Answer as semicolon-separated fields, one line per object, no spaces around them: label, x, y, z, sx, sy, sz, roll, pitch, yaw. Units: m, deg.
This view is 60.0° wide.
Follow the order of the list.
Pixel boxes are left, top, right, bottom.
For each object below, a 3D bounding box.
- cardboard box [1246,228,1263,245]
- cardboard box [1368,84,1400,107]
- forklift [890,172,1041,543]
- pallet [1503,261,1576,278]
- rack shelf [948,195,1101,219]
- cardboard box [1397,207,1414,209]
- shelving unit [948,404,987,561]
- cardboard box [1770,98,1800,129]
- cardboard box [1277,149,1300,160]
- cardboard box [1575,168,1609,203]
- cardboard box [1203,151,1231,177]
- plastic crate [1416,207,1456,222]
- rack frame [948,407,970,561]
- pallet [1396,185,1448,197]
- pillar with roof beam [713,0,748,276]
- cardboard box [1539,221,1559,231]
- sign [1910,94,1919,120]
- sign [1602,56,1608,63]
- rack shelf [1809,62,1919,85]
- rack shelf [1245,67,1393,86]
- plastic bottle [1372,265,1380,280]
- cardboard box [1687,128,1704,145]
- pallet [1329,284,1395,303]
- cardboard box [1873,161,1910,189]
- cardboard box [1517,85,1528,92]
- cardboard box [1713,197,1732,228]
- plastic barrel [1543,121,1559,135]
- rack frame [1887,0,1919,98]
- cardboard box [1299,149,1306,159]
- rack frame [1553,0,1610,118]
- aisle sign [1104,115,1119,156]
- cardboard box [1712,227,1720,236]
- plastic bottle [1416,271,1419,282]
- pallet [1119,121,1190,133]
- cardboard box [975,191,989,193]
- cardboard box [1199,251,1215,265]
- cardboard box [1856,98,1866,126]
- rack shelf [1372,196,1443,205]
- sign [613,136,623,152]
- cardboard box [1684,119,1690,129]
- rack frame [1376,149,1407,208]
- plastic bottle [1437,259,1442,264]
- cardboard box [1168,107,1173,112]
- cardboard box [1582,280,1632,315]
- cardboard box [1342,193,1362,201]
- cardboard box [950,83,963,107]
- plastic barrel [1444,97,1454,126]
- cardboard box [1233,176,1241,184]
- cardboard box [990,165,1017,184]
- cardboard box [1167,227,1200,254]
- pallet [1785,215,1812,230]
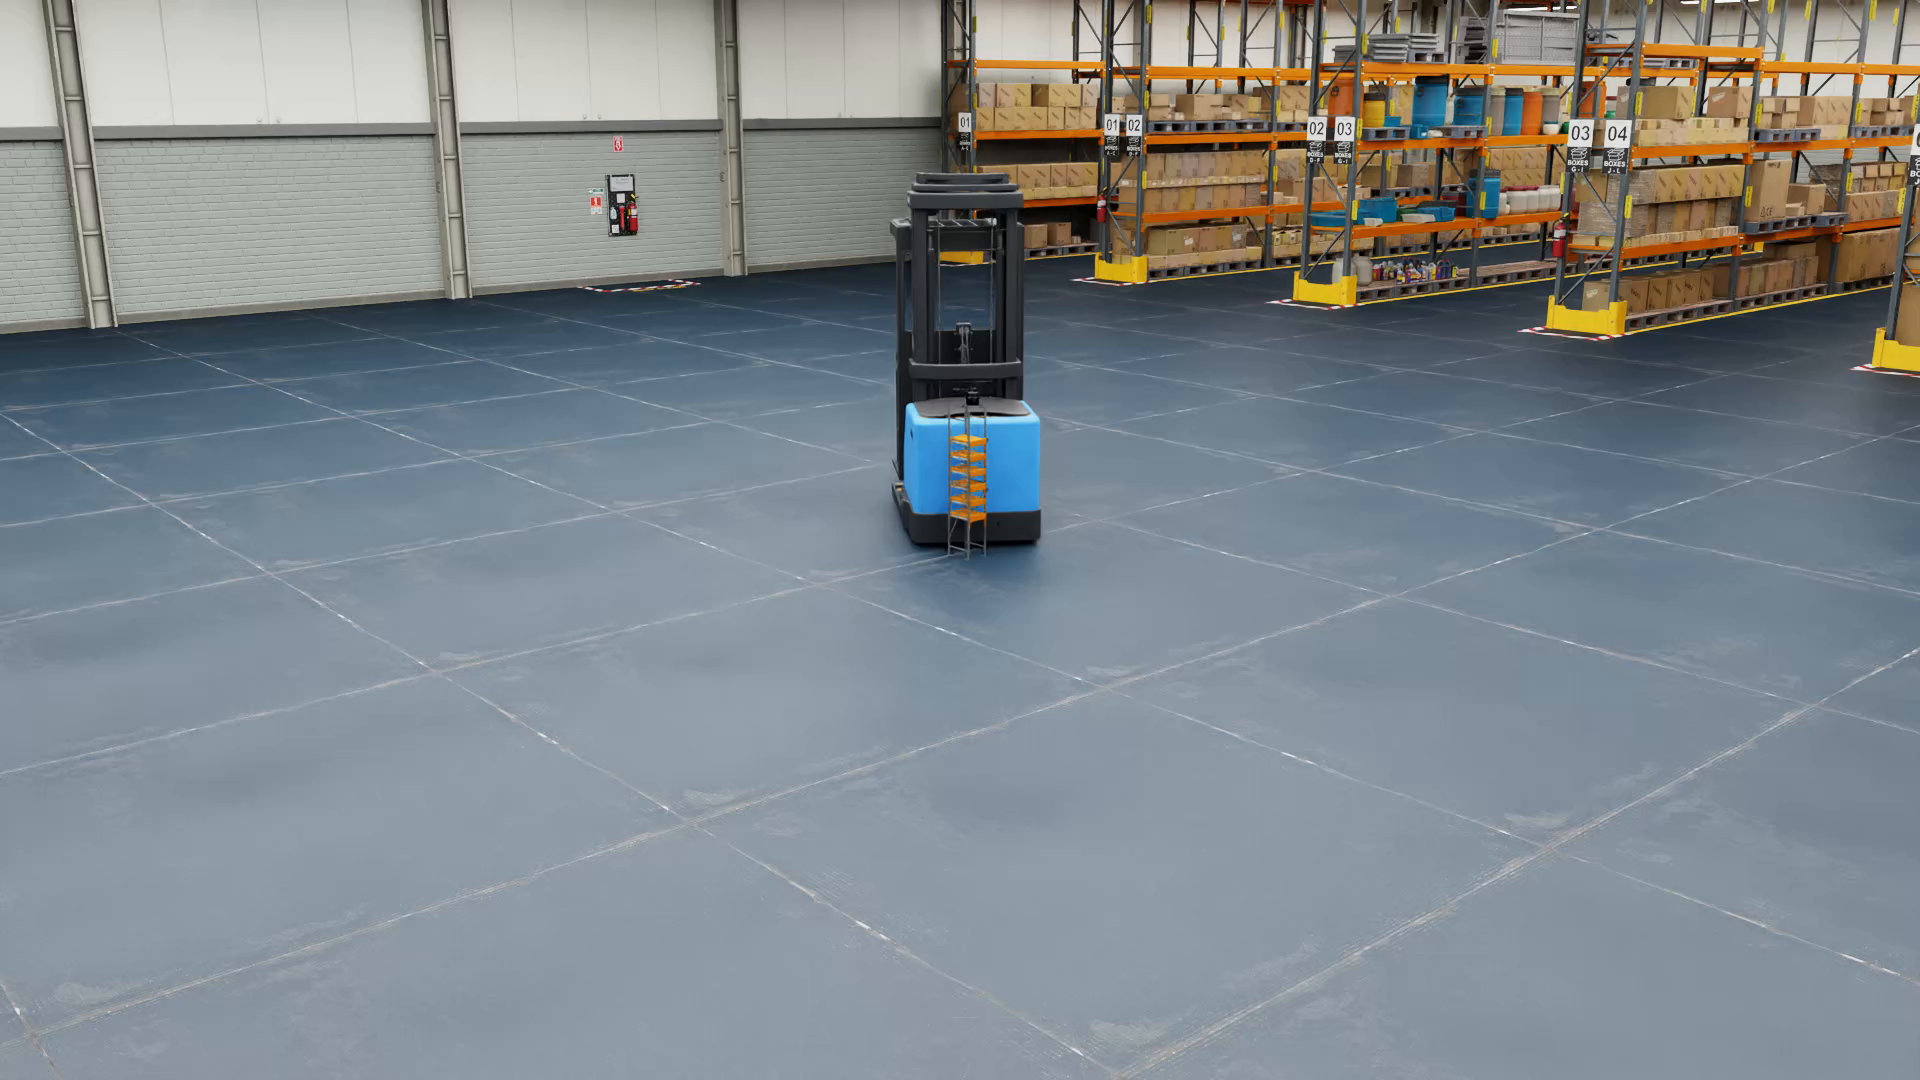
cardboard box;6.354;-6.592;36.044;0.500;0.311;0.500;-13;19;-39
cardboard box;9.587;-10.053;37.630;0.500;0.500;0.500;-13;19;-39
forklift;-0.026;-1.721;14.515;1.130;2.935;3.031;-2;15;-6
pallet;11.893;-5.564;34.171;1.213;0.211;1.003;-13;19;-39
rack shelf;1.473;-7.600;37.782;4.000;0.370;1.077;-13;19;-39
cardboard box;10.614;-7.756;39.511;0.500;0.250;0.500;-13;20;-40
shelving unit;0.056;-0.449;13.107;0.189;1.200;0.258;-14;20;-42
cardboard box;13.866;-7.315;28.497;0.637;0.503;0.797;-12;19;-37
cardboard box;8.441;-9.991;43.081;0.500;0.250;0.500;-12;19;-38
cardboard box;9.972;-5.532;25.939;0.500;0.500;0.500;-13;19;-39
cardboard box;5.147;-7.750;34.245;0.500;0.500;0.700;-13;20;-39
plastic crate;8.829;-6.045;30.857;0.616;0.251;0.499;-13;19;-39
rack frame;-0.010;-0.433;13.045;0.006;1.200;0.240;-14;20;-42
pallet;10.718;-8.237;39.148;1.213;0.211;1.003;-13;19;-39
pillar with roof beam;-1.776;-8.939;29.778;0.400;9.000;9.100;-13;19;-39
cardboard box;15.041;-8.220;42.702;0.500;0.500;0.500;-13;19;-39
sign;12.553;-5.679;21.825;0.005;0.325;0.100;-13;19;-39
sign;12.869;-9.671;33.145;0.005;0.325;0.100;-13;19;-39
rack shelf;17.263;-8.767;31.303;4.000;0.370;1.077;-13;19;-39
rack shelf;7.745;-10.019;35.988;4.000;0.370;1.077;-13;19;-39
plastic bottle;7.774;-5.010;31.119;0.135;0.276;0.152;-12;19;-39
cardboard box;11.403;-6.384;26.317;0.500;0.250;0.500;-12;19;-38
pallet;7.111;-4.491;30.154;1.213;0.211;1.003;-13;19;-39
cardboard box;18.295;-7.171;32.648;0.637;0.503;0.797;-13;20;-41
cardboard box;13.457;-10.891;40.766;0.500;0.500;0.700;-13;19;-39
cardboard box;12.357;-5.521;27.836;0.500;0.500;0.875;-13;19;-39
plastic barrel;11.697;-8.156;32.928;0.301;0.262;0.301;0;15;0
rack frame;18.772;-9.647;32.427;0.127;3.000;1.000;-13;19;-39
cardboard box;8.833;-10.076;43.398;0.500;0.250;0.500;-12;19;-38
rack frame;12.503;-9.933;33.500;0.127;3.000;1.000;-13;19;-39
aisle sign;2.977;-7.947;32.650;0.004;0.787;0.394;-13;19;-39
cardboard box;12.345;-5.107;27.543;0.250;0.149;0.380;-13;19;-39
plastic bottle;8.449;-4.878;30.771;0.097;0.201;0.097;0;15;0
pallet;3.770;-8.166;32.867;1.213;0.211;1.003;-13;19;-39
cardboard box;0.541;-7.566;36.516;0.500;0.250;0.500;-13;20;-41
cardboard box;4.902;-5.820;34.242;0.500;0.250;0.500;-13;19;-39
cardboard box;16.167;-7.890;30.649;0.637;0.503;0.797;-11;19;-36
rack shelf;10.763;-7.991;39.248;4.000;0.370;1.077;-13;19;-39
sign;-6.562;-7.606;31.919;0.199;0.298;0.001;-13;19;-39
cardboard box;11.240;-6.551;26.170;0.250;0.149;0.380;-13;20;-40
rack frame;12.035;-10.319;46.568;0.127;3.000;1.000;-13;19;-39
plastic bottle;9.094;-5.153;31.509;0.185;0.351;0.144;-13;19;-39
cardboard box;3.915;-8.538;33.295;0.500;0.250;0.500;-13;19;-39
cardboard box;10.201;-3.813;26.243;0.500;0.500;0.500;-9;17;-29
cardboard box;8.757;-7.672;37.147;0.250;0.149;0.380;-13;19;-39
cardboard box;0.118;-9.722;36.353;0.500;0.500;0.500;-12;19;-37
plastic barrel;9.032;-8.029;31.152;0.421;0.512;0.421;0;15;0
cardboard box;5.591;-7.465;34.434;0.250;0.149;0.380;-13;20;-39
cardboard box;0.901;-8.012;36.731;0.500;0.500;0.500;-13;19;-39
cardboard box;4.514;-6.101;33.840;0.500;0.500;0.500;-13;19;-39
pallet;14.288;-5.635;29.404;1.213;0.211;1.003;-13;19;-39
